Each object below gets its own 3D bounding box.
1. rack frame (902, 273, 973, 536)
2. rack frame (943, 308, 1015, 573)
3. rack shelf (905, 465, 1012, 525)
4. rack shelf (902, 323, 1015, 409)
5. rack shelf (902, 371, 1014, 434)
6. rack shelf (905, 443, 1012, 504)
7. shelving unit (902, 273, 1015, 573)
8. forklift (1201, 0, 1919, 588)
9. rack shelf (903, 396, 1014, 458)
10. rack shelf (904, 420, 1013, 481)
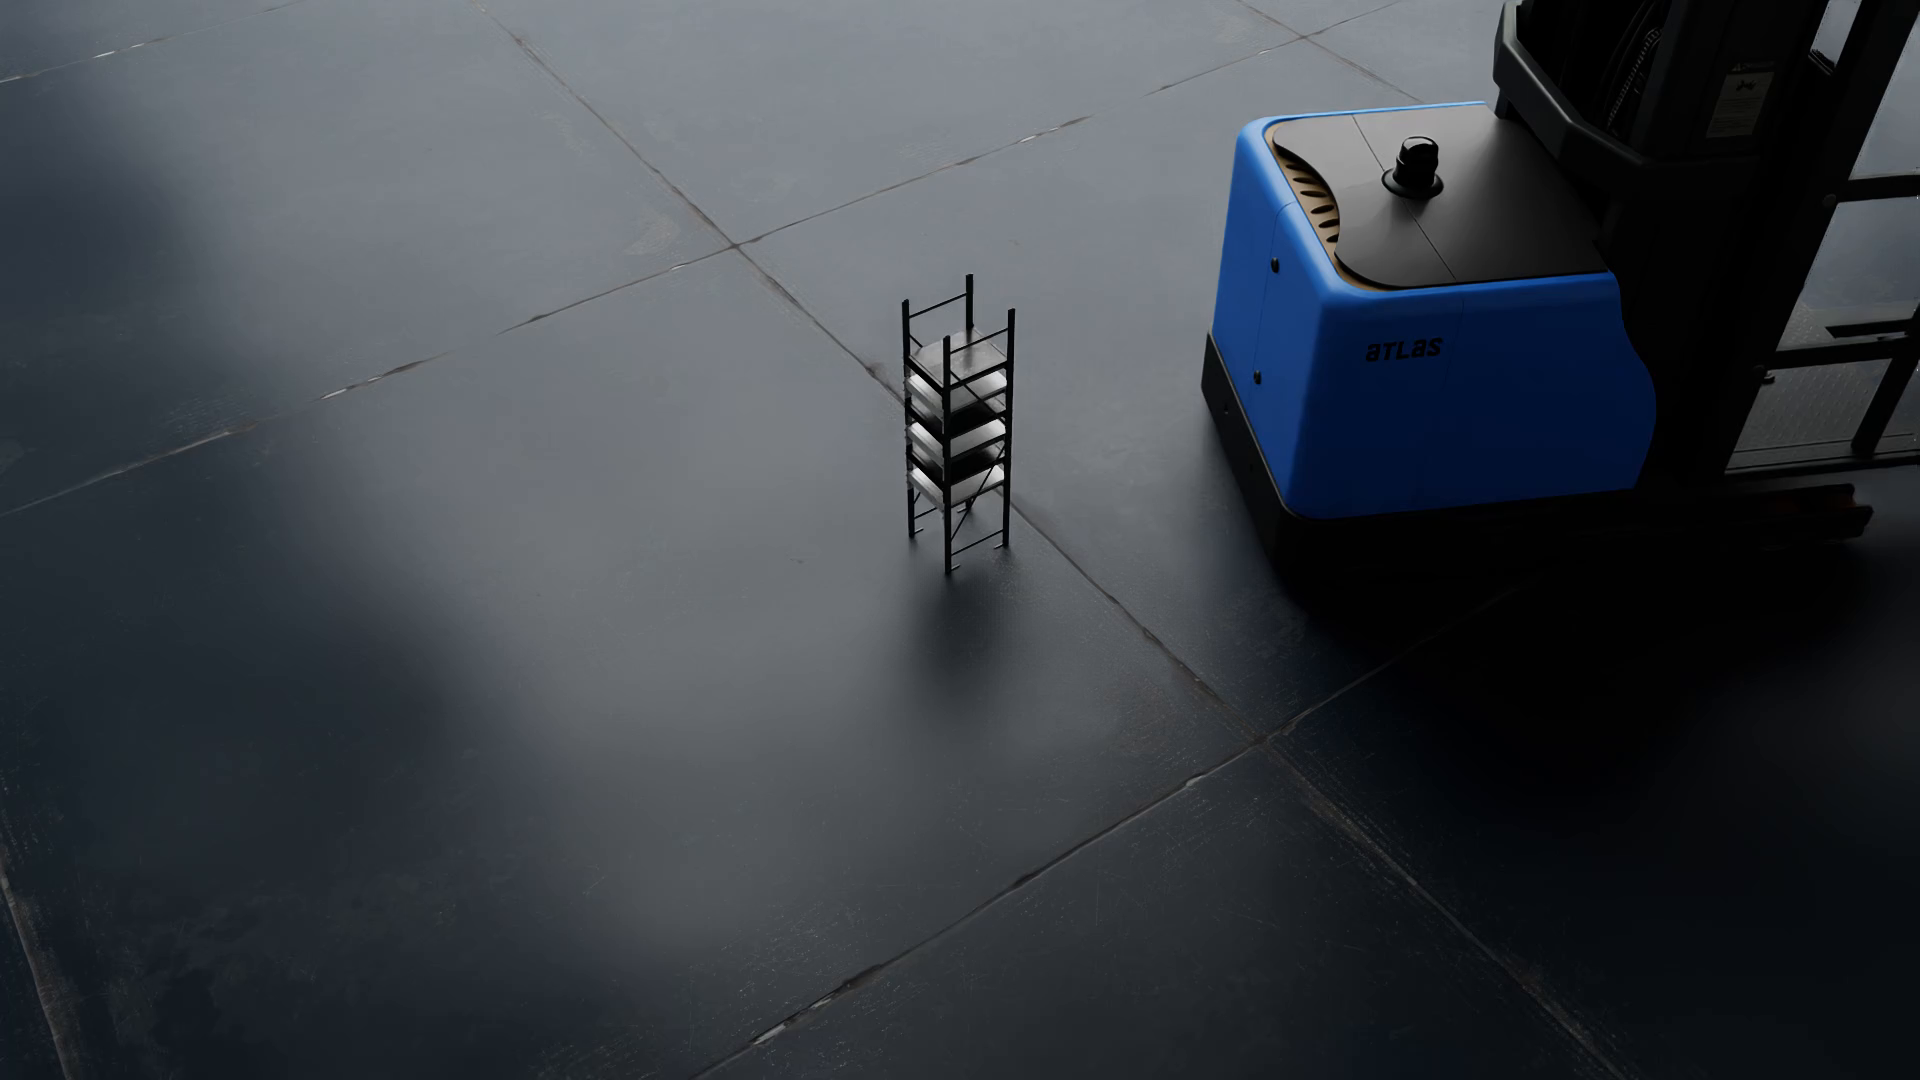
[{"bbox_3d":[-0.063,-0.388,5.004,0.240,0.900,0.006,-26,49,-24],"label":"rack frame"},{"bbox_3d":[0.054,-0.273,4.884,0.240,0.900,0.006,-26,49,-24],"label":"rack frame"},{"bbox_3d":[-0.005,-0.176,5.091,0.258,0.077,0.200,-26,49,-24],"label":"rack shelf"},{"bbox_3d":[-0.005,-0.501,4.781,0.258,0.077,0.200,-26,49,-24],"label":"rack shelf"},{"bbox_3d":[-0.005,-0.436,4.843,0.258,0.077,0.200,-26,49,-24],"label":"rack shelf"},{"bbox_3d":[-0.005,-0.241,5.029,0.258,0.077,0.200,-26,49,-24],"label":"rack shelf"},{"bbox_3d":[-0.005,-0.330,4.944,0.258,0.900,0.210,-26,49,-24],"label":"shelving unit"},{"bbox_3d":[2.385,-1.384,4.577,3.031,2.935,1.130,-6,44,-6],"label":"forklift"},{"bbox_3d":[-0.005,-0.371,4.905,0.258,0.077,0.200,-26,49,-24],"label":"rack shelf"},{"bbox_3d":[-0.005,-0.306,4.967,0.258,0.077,0.200,-26,49,-24],"label":"rack shelf"}]
